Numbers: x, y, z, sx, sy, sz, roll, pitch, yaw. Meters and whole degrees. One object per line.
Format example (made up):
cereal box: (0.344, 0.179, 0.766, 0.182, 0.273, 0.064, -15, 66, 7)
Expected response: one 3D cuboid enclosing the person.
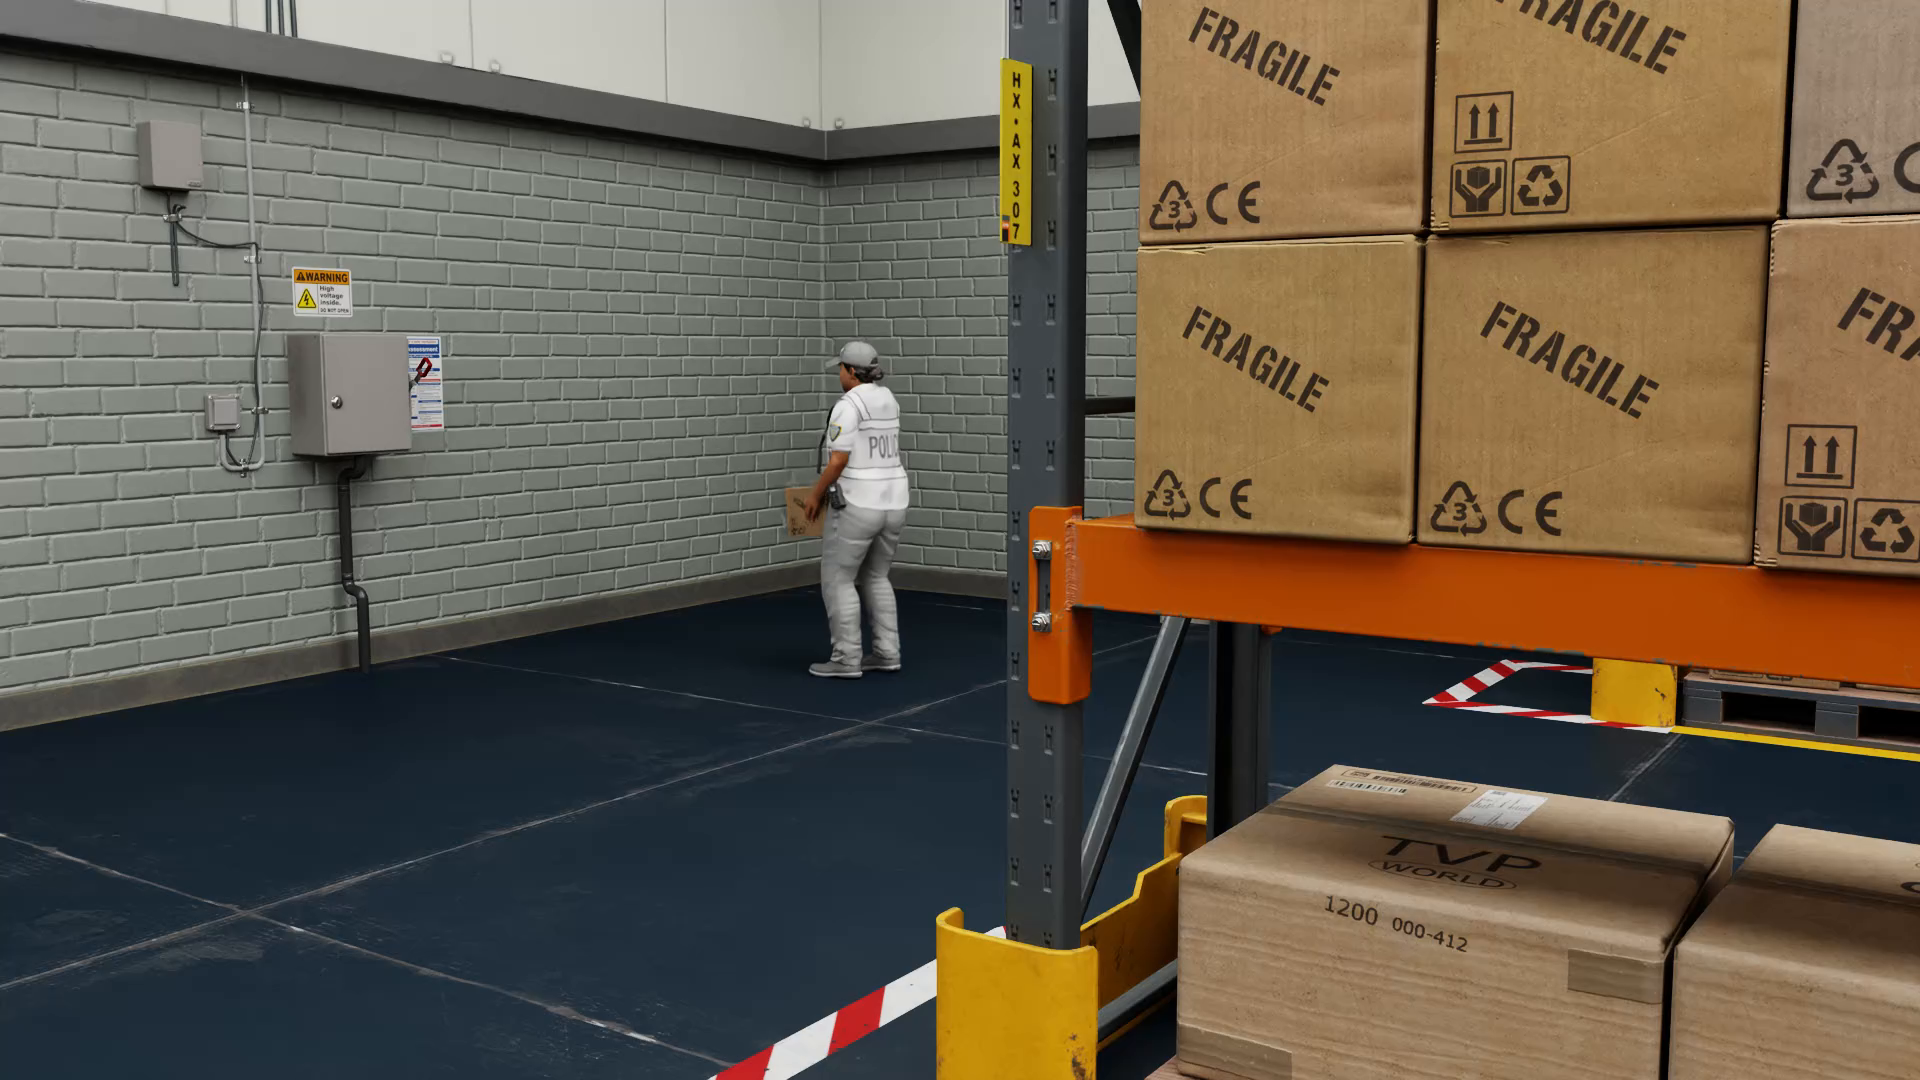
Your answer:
person: (-0.509, -0.152, 8.303, 0.466, 1.672, 0.502, 4, 8, 33)
